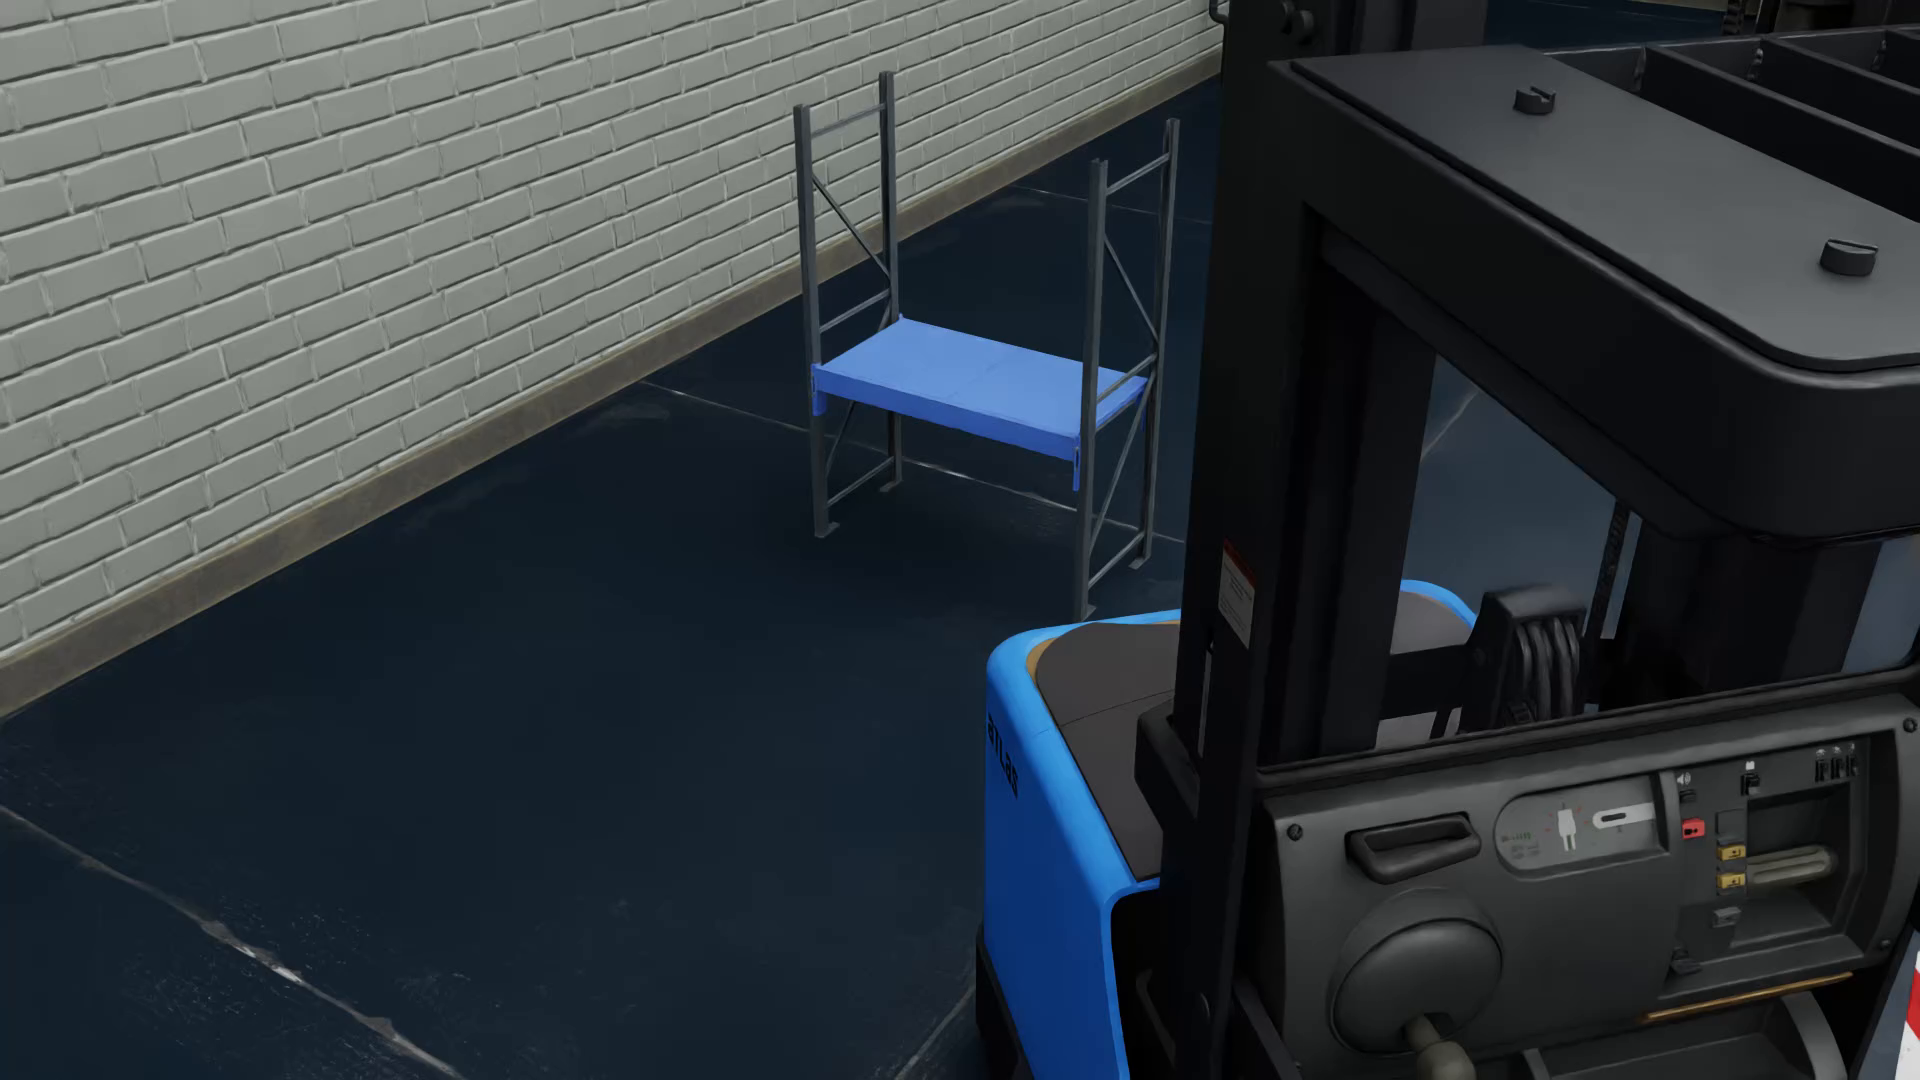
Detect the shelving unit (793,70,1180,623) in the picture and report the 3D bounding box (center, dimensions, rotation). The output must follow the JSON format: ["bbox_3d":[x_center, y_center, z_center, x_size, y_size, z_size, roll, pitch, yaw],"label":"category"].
[{"bbox_3d":[0.072,-0.625,5.333,1.048,1.500,0.538,18,35,27],"label":"shelving unit"}]

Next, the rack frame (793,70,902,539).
[{"bbox_3d":[-0.358,-0.761,5.566,0.032,1.500,0.500,18,35,27],"label":"rack frame"}]

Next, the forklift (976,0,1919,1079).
[{"bbox_3d":[0.895,0.507,1.972,1.130,2.935,3.031,-7,31,-12],"label":"forklift"}]

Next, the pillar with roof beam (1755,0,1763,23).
[{"bbox_3d":[3.847,-5.889,6.914,0.400,9.000,9.100,18,35,27],"label":"pillar with roof beam"}]

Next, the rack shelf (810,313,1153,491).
[{"bbox_3d":[0.072,-0.470,5.424,1.000,0.185,0.538,18,35,27],"label":"rack shelf"}]

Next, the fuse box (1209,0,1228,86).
[{"bbox_3d":[1.757,-3.710,10.412,0.414,1.711,0.539,18,35,27],"label":"fuse box"}]

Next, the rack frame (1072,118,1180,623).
[{"bbox_3d":[0.503,-0.489,5.099,0.032,1.500,0.500,18,35,27],"label":"rack frame"}]
